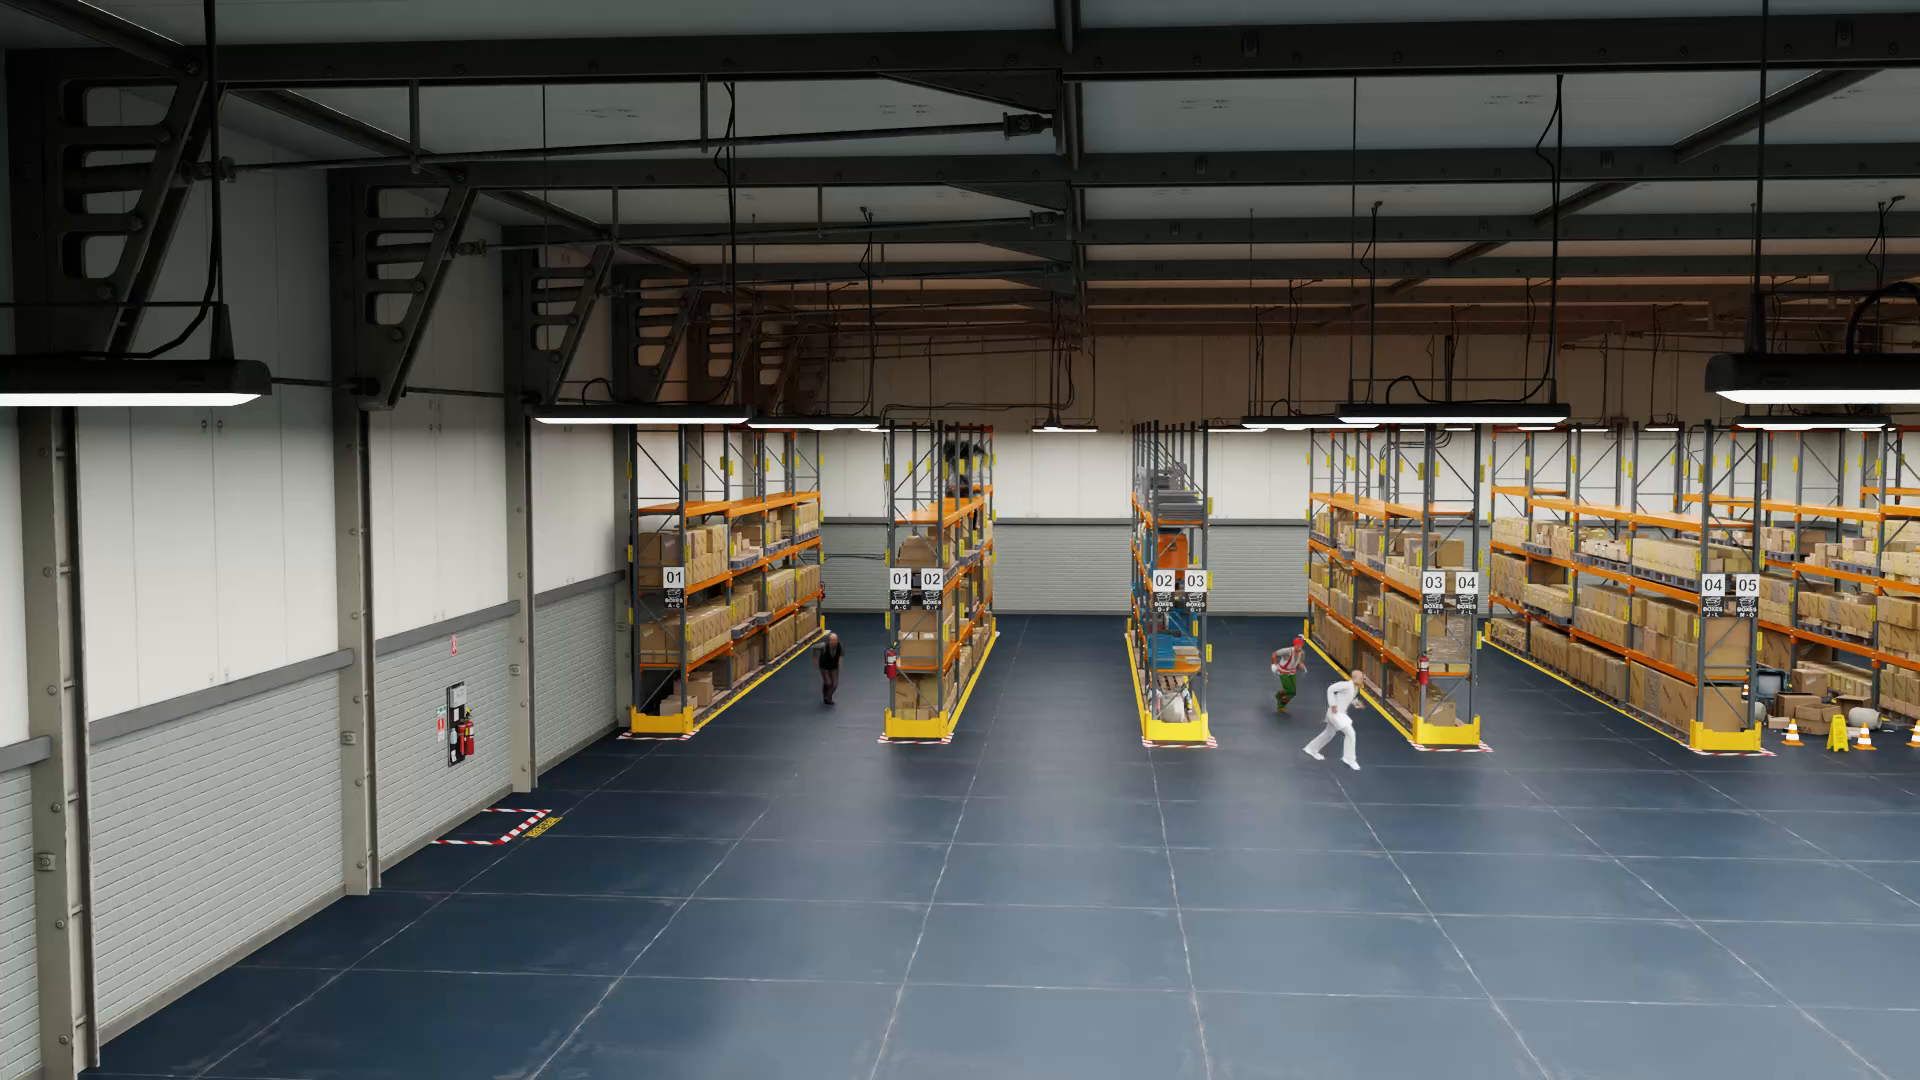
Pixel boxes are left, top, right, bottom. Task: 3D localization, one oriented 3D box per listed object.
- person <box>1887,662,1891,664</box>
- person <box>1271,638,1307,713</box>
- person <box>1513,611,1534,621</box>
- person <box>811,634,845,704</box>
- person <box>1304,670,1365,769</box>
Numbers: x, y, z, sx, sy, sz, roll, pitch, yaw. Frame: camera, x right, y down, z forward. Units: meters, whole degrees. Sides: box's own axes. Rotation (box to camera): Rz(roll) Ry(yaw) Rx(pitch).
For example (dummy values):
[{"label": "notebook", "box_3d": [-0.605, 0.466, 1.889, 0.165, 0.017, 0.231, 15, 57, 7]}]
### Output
[{"label": "person", "box_3d": [21.983, 2.413, 39.007, 0.620, 1.725, 0.856, 0, 4, 1]}, {"label": "person", "box_3d": [6.724, 2.778, 34.065, 0.694, 1.590, 0.828, -2, 4, -27]}, {"label": "person", "box_3d": [15.957, 1.901, 47.175, 0.954, 1.638, 0.636, 3, 5, 40]}, {"label": "person", "box_3d": [-2.771, 2.731, 35.045, 0.685, 1.548, 0.865, -1, 4, -21]}, {"label": "person", "box_3d": [6.458, 3.088, 28.721, 1.049, 1.744, 0.749, 2, 4, 32]}]
